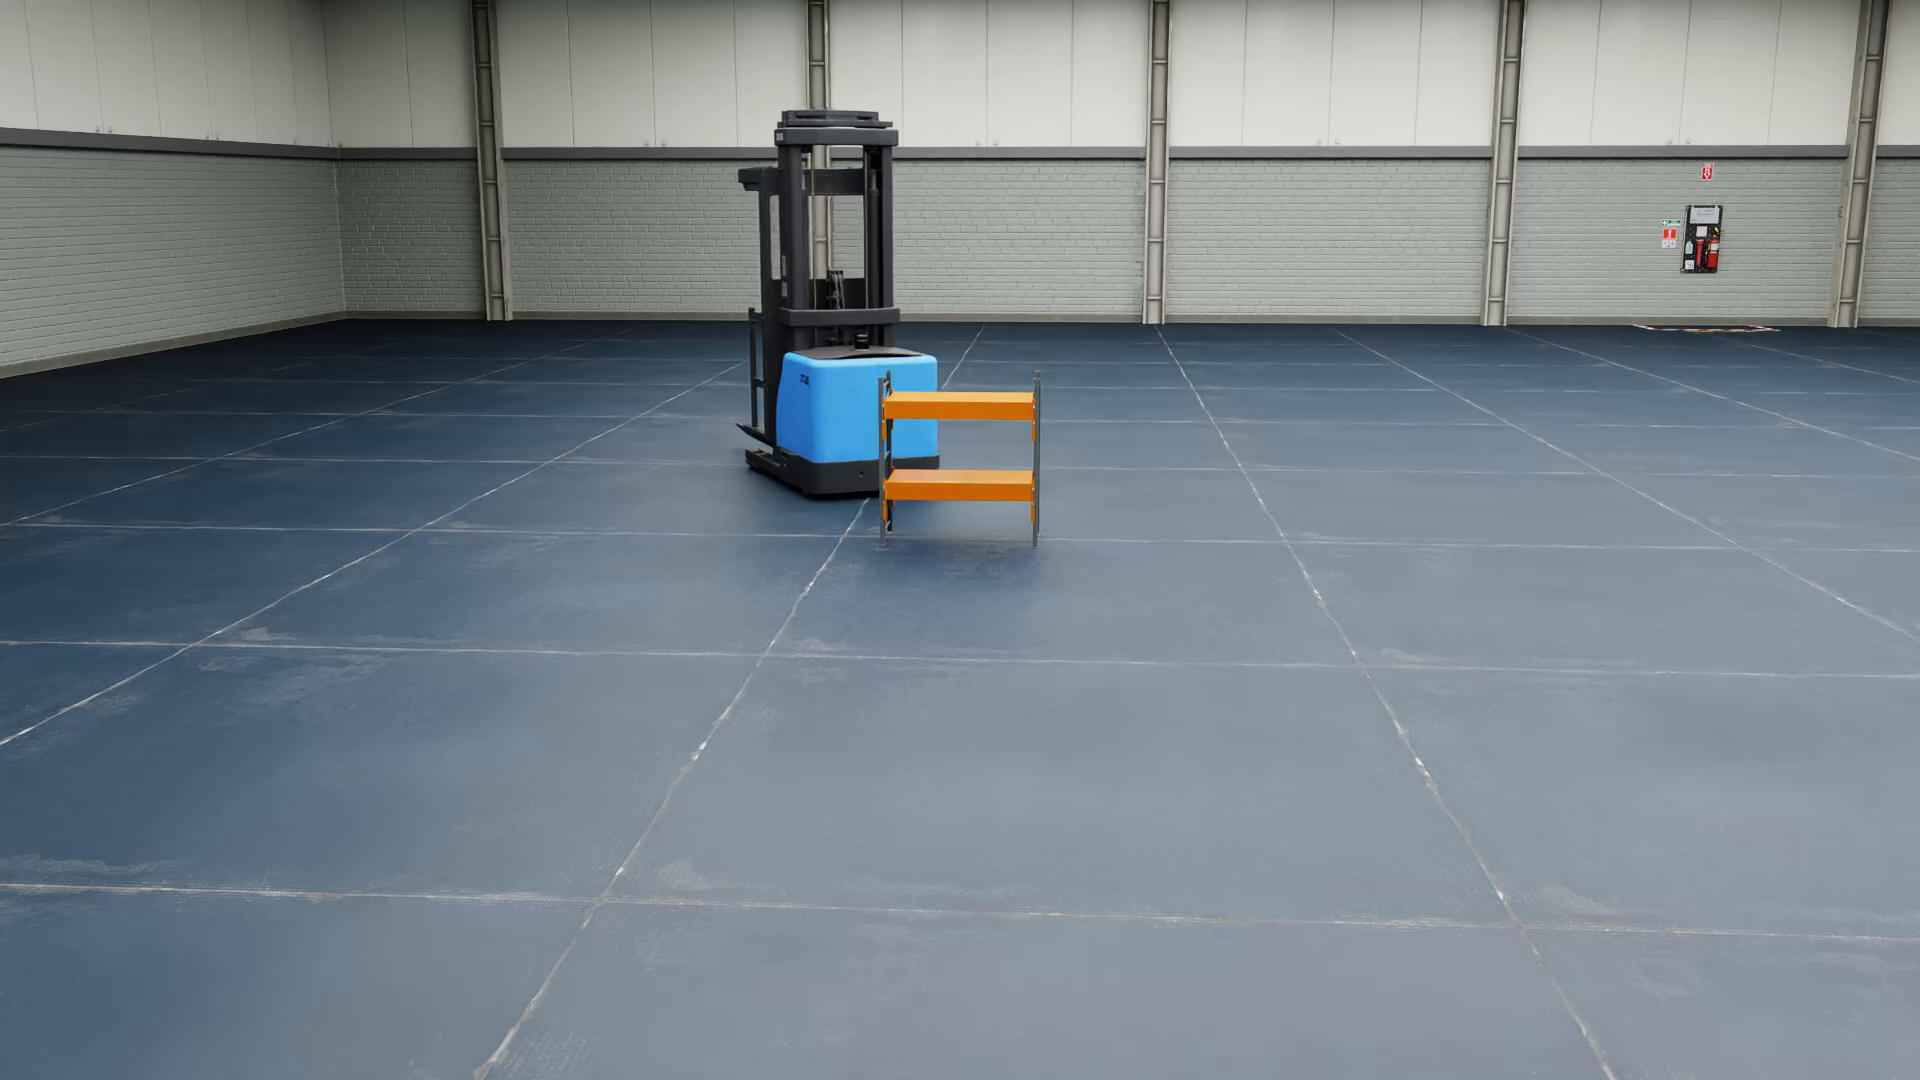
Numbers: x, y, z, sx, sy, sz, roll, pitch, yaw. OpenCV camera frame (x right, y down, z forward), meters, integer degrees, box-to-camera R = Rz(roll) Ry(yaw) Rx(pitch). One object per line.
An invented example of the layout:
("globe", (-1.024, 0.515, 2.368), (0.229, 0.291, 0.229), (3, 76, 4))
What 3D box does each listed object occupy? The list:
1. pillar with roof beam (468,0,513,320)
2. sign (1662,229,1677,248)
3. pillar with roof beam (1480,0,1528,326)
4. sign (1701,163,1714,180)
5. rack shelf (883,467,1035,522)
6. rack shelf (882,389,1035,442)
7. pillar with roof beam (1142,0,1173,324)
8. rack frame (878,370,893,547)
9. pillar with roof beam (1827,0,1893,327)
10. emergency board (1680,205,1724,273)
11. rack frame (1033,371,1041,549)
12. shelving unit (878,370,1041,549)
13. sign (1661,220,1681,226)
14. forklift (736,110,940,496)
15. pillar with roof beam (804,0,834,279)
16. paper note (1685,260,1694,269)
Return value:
("pillar with roof beam", (-8.782, -7.592, 25.585), (0.400, 9.000, 9.100), (1, 12, 4))
("sign", (12.444, -5.295, 29.166), (0.234, 0.329, 0.001), (1, 12, 4))
("pillar with roof beam", (9.177, -7.346, 24.408), (0.400, 9.000, 9.100), (1, 12, 4))
("sign", (12.987, -6.404, 28.893), (0.199, 0.298, 0.001), (1, 12, 4))
("rack shelf", (0.007, -0.311, 11.203), (1.000, 0.278, 0.538), (1, 12, 4))
("rack shelf", (0.007, -0.837, 11.093), (1.000, 0.278, 0.538), (1, 12, 4))
("pillar with roof beam", (3.191, -7.428, 24.800), (0.400, 9.000, 9.100), (1, 12, 4))
("rack frame", (-0.500, -0.557, 11.186), (0.032, 1.125, 0.500), (1, 12, 4))
("pillar with roof beam", (15.164, -7.264, 24.015), (0.400, 9.000, 9.100), (1, 12, 4))
("emergency board", (12.989, -5.249, 29.033), (0.643, 1.169, 0.194), (1, 12, 4))
("rack frame", (0.514, -0.544, 11.119), (0.032, 1.125, 0.500), (1, 12, 4))
("shelving unit", (0.007, -0.550, 11.152), (1.048, 1.125, 0.538), (1, 12, 4))
("sign", (12.448, -5.552, 29.103), (0.331, 0.109, 0.001), (1, 12, 4))
("forklift", (-1.182, -2.032, 13.823), (1.130, 2.935, 3.031), (-5, 13, -22))
("pillar with roof beam", (-2.796, -7.510, 25.193), (0.400, 9.000, 9.100), (1, 12, 4))
("paper note", (12.817, -4.834, 29.202), (0.142, 0.148, 0.016), (1, 12, 4))
